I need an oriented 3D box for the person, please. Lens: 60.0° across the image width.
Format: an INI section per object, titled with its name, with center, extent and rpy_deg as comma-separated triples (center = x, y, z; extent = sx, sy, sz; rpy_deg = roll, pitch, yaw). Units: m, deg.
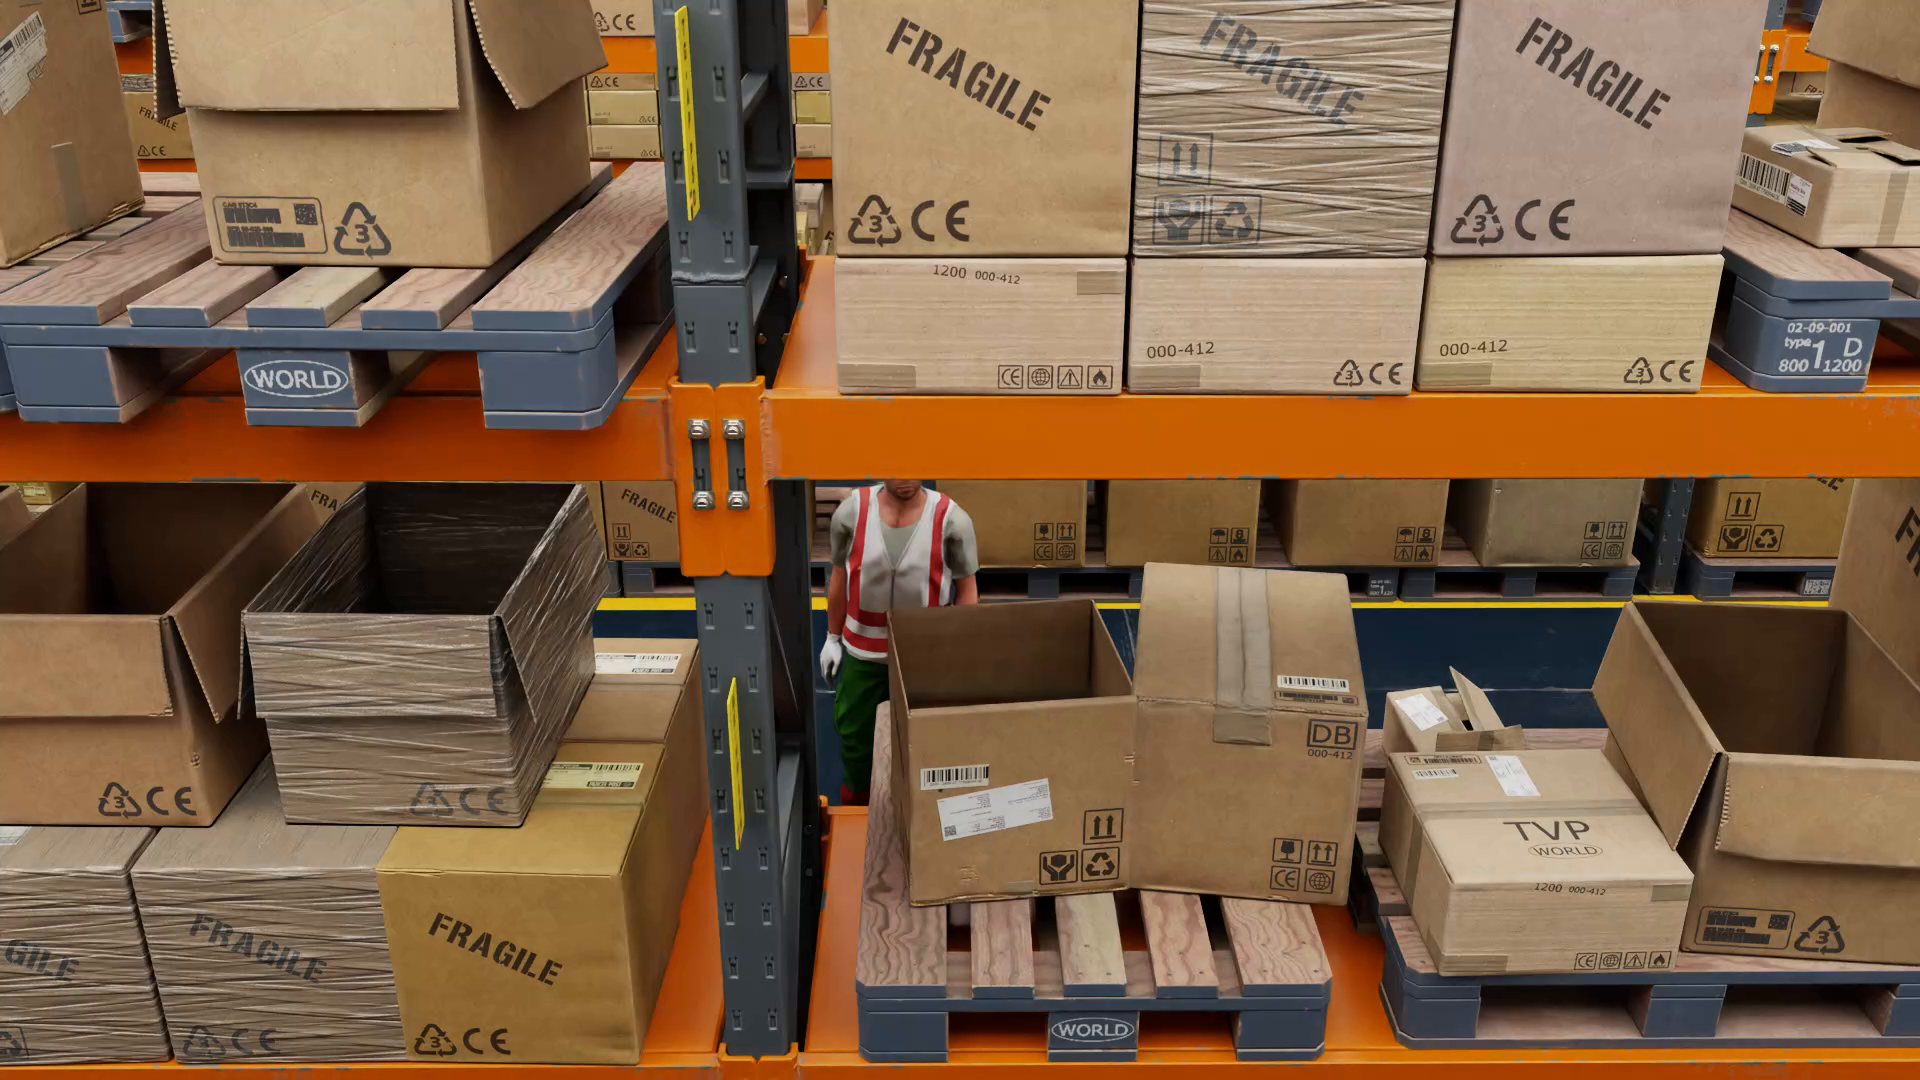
[person]
center = -0.230, 0.454, 6.030
extent = 0.591, 1.842, 0.442
rpy_deg = 2, 24, 4
